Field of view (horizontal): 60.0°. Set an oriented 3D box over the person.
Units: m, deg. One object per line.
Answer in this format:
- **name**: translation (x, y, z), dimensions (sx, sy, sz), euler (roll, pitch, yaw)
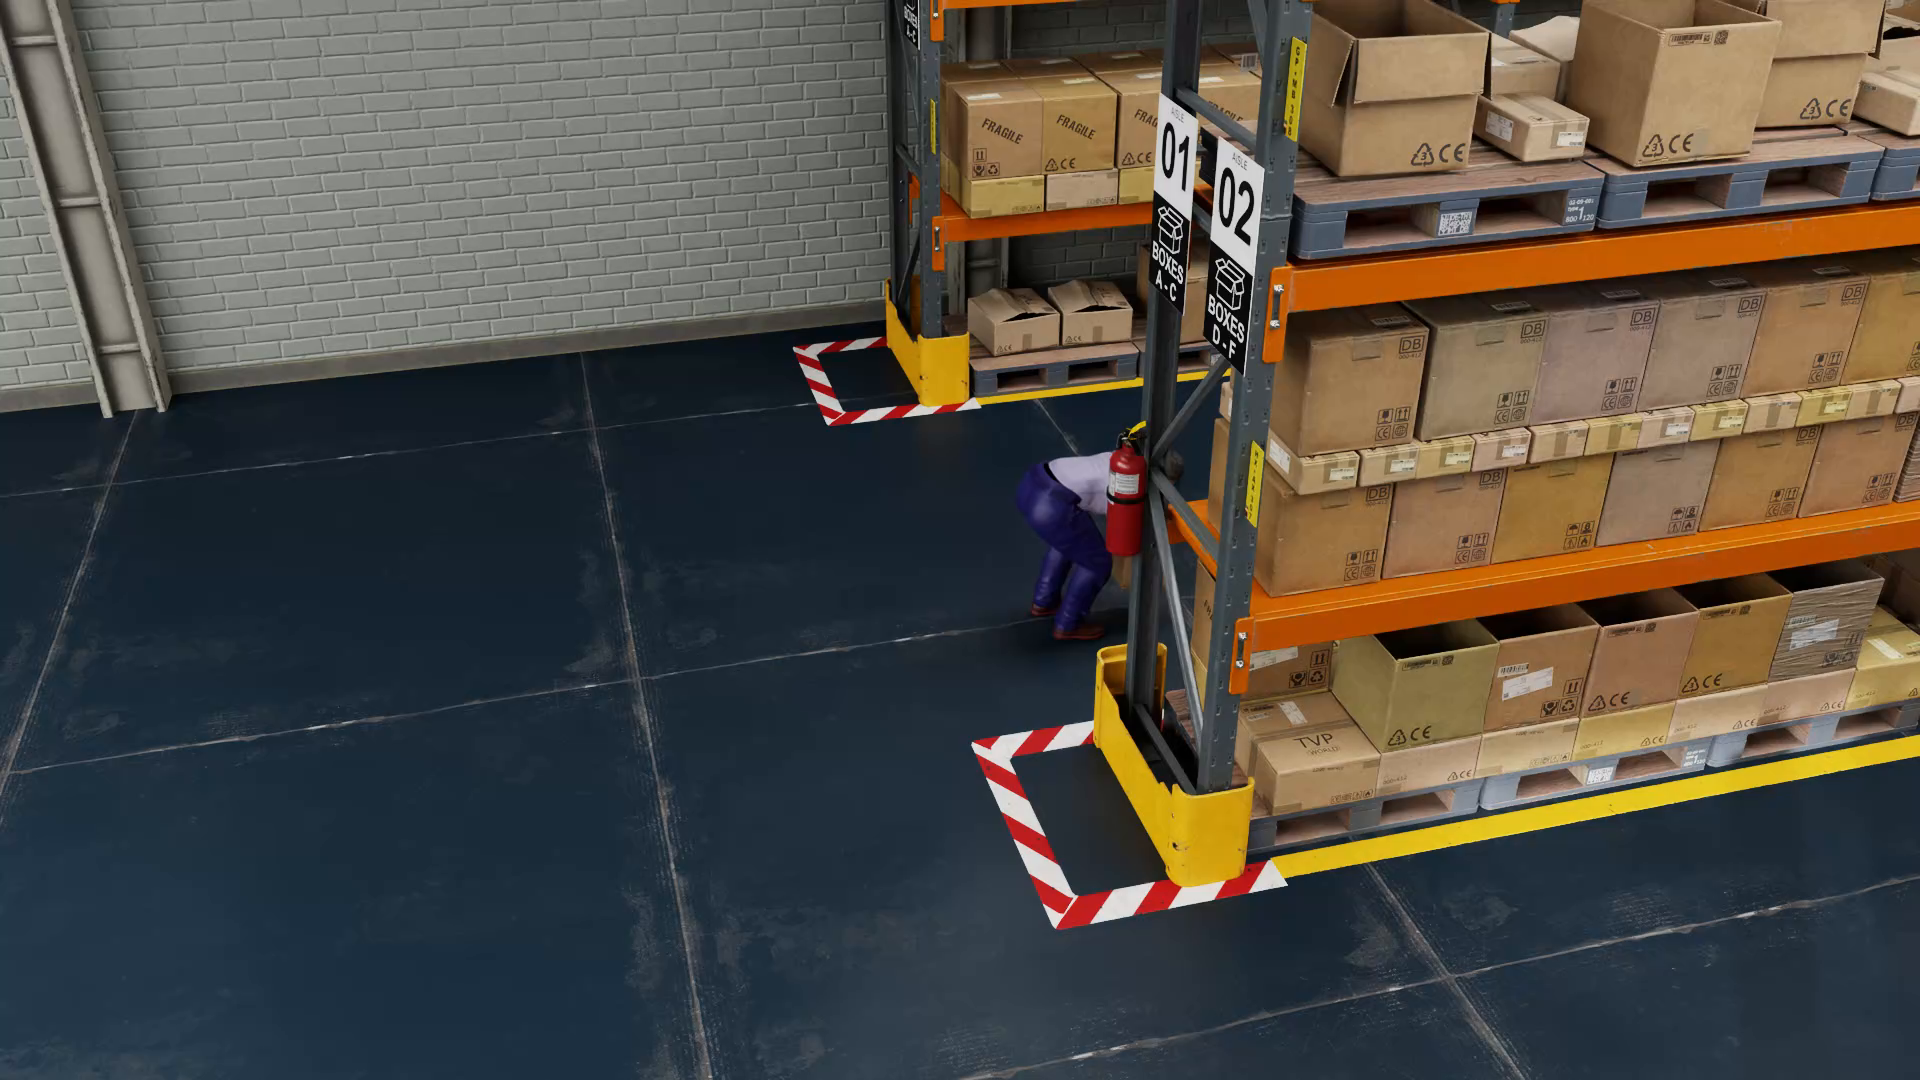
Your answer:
- **person**: translation (0.748, 0.001, 8.885), dimensions (0.910, 1.004, 0.476), euler (-9, 32, -15)
